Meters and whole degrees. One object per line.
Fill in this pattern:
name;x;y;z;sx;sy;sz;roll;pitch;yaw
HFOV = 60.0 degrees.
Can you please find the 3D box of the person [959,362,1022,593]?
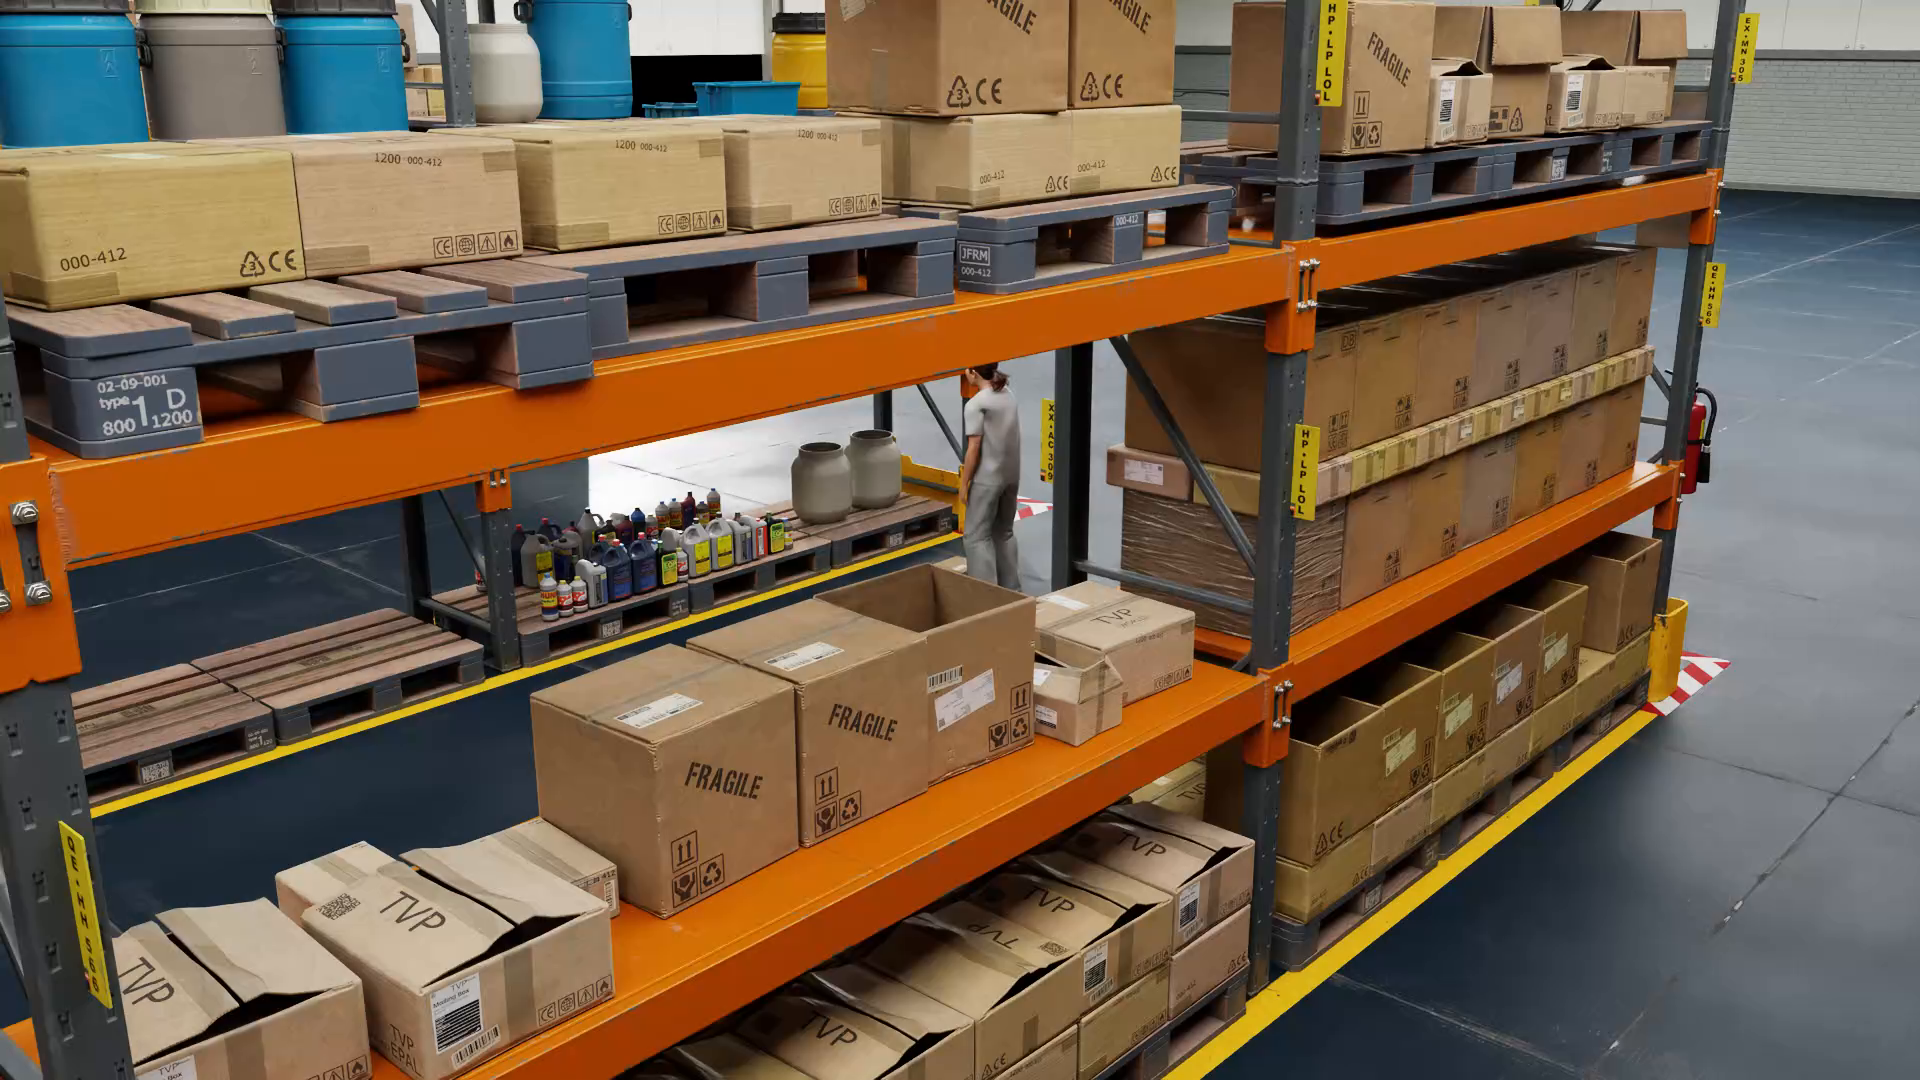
person;0.185;-0.363;10.232;0.353;1.673;0.492;14;22;39
